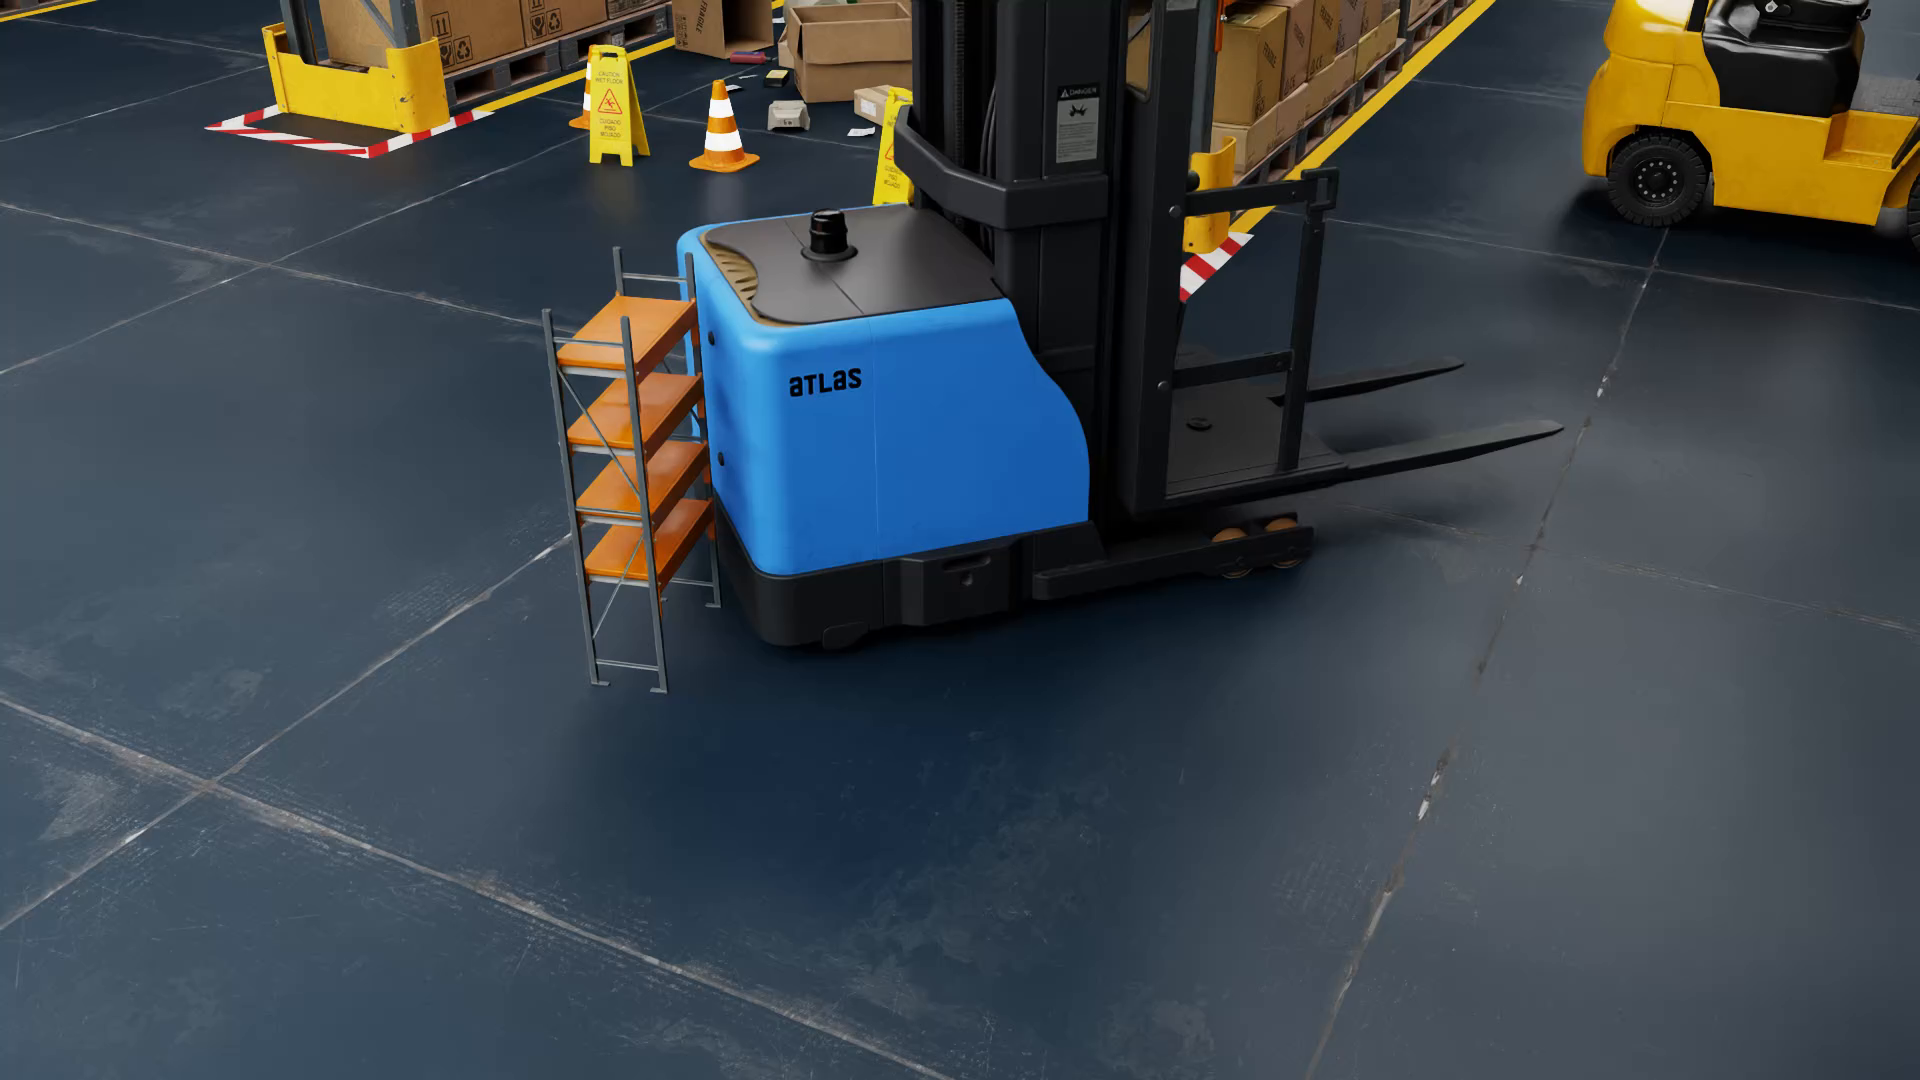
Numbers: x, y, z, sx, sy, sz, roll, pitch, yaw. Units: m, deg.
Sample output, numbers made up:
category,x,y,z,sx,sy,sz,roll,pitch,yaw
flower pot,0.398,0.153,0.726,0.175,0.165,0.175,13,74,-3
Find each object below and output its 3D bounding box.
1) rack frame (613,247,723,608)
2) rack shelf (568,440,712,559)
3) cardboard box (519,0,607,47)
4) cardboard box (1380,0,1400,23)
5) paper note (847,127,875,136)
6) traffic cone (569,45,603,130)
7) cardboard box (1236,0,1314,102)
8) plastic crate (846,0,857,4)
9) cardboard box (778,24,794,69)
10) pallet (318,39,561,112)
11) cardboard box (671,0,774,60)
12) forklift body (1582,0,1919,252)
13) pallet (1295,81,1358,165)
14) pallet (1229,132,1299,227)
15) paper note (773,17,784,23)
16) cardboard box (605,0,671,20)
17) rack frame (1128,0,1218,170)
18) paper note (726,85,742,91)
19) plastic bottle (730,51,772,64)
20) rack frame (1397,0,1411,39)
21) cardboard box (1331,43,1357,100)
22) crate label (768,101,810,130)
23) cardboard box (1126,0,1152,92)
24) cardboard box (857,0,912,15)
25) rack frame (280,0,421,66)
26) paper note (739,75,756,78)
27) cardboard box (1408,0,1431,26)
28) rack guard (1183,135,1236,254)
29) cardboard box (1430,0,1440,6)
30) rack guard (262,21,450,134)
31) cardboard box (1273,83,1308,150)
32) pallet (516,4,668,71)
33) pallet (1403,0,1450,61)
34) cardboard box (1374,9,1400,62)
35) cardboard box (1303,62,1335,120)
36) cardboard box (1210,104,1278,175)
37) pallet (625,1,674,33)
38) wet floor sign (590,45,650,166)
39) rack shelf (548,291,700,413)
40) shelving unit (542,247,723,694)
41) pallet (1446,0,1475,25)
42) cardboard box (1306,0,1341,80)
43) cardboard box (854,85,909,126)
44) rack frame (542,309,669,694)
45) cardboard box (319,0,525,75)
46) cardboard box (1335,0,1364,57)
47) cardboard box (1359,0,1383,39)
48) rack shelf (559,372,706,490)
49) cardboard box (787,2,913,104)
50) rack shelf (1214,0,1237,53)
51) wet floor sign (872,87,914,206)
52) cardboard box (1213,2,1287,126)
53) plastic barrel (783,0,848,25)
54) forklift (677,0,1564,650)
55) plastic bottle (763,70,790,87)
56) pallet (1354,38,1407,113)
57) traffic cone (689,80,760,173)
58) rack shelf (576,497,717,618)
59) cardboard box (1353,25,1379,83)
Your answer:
category,x,y,z,sx,sy,sz,roll,pitch,yaw
rack frame,-0.887,-0.315,5.094,0.240,1.200,0.015,6,30,10
rack shelf,-0.937,-0.138,4.920,0.258,0.148,0.480,6,30,10
cardboard box,-3.055,-3.922,11.280,0.875,0.875,0.875,14,33,23
cardboard box,2.541,-3.642,10.667,0.500,0.500,0.500,14,33,23
paper note,-0.592,-2.460,10.004,0.148,0.019,0.142,4,30,6
traffic cone,-2.198,-2.769,10.106,0.336,0.463,0.334,14,33,23
cardboard box,1.607,-2.730,9.079,0.500,0.500,0.500,13,32,21
plastic crate,-0.794,-4.160,12.748,0.662,0.188,0.450,-18,24,-28
cardboard box,-1.025,-3.363,11.340,0.396,0.266,0.258,21,36,32
pallet,-3.409,-3.118,10.968,1.003,0.211,1.213,14,33,23
cardboard box,-1.675,-3.725,11.732,0.500,0.500,0.500,21,36,32
forklift body,4.409,-2.639,8.186,2.313,2.155,1.214,14,33,23
pallet,1.742,-2.593,10.053,1.003,0.211,1.213,14,33,23
pallet,1.185,-2.054,9.114,1.003,0.211,1.213,14,33,23
paper note,-1.382,-3.938,12.576,0.147,0.020,0.142,-7,31,-11
cardboard box,-2.637,-4.326,11.983,0.875,0.875,0.875,15,33,24
rack frame,0.749,-2.877,7.748,1.000,3.000,0.127,14,33,23
paper note,-1.497,-2.959,10.873,0.142,0.017,0.144,-25,38,-36
plastic bottle,-1.435,-3.333,11.493,0.283,0.061,0.133,4,30,6
rack frame,2.571,-4.650,10.836,1.000,3.000,0.127,14,33,23
cardboard box,2.072,-2.854,10.048,0.500,0.250,0.500,15,33,24
crate label,-1.044,-2.583,10.110,0.250,0.136,0.298,-1,30,-3
cardboard box,0.882,-2.606,8.863,0.500,0.500,0.500,15,33,24
cardboard box,-0.286,-3.623,11.417,0.797,0.637,0.503,14,33,23
rack frame,-3.704,-3.955,9.626,1.000,3.000,0.127,14,33,23
paper note,-1.423,-3.108,11.151,0.123,0.001,0.032,-18,34,-28
cardboard box,2.808,-3.926,11.792,0.950,0.372,0.625,15,33,24
rack guard,0.784,-1.827,8.429,1.175,0.500,0.348,14,33,23
cardboard box,3.132,-4.246,12.348,0.950,0.372,0.625,16,34,26
rack guard,-3.715,-2.861,10.230,1.175,0.500,0.348,14,33,23
cardboard box,1.602,-2.386,9.233,0.500,0.250,0.500,16,33,25
pallet,-2.852,-3.657,11.907,1.003,0.211,1.213,14,33,23
pallet,2.925,-3.787,12.132,1.003,0.211,1.213,14,33,23
cardboard box,2.541,-3.317,10.854,0.500,0.250,0.500,16,33,25
cardboard box,1.839,-2.631,9.659,0.500,0.250,0.500,17,34,27
cardboard box,1.363,-2.162,8.842,0.500,0.250,0.500,14,33,23
pallet,-2.297,-4.200,12.852,1.003,0.211,1.213,14,33,23
wet floor sign,-1.954,-2.472,9.407,0.267,0.644,0.232,9,31,15
rack shelf,-0.937,-0.537,4.691,0.258,0.148,0.480,6,30,10
shelving unit,-0.937,-0.196,4.887,0.258,1.200,0.503,6,30,10
pallet,3.479,-4.330,13.077,1.003,0.211,1.213,14,33,23
cardboard box,1.843,-2.951,9.463,0.500,0.500,0.500,15,33,24
cardboard box,-0.452,-2.680,10.267,0.250,0.149,0.380,-18,34,-28
rack frame,-0.987,-0.077,4.680,0.240,1.200,0.015,6,30,10
cardboard box,-3.453,-3.532,10.600,0.875,0.875,0.875,14,33,24
cardboard box,2.079,-3.190,9.879,0.500,0.500,0.500,16,34,26
cardboard box,2.310,-3.416,10.273,0.500,0.500,0.500,15,33,24
rack shelf,-0.937,-0.332,4.809,0.258,0.148,0.480,6,30,10
cardboard box,-0.705,-3.148,10.726,0.797,0.503,0.637,-7,31,-11
rack shelf,1.660,-3.452,9.471,1.077,0.370,4.000,14,33,23
wet floor sign,-0.290,-2.015,8.610,0.232,0.644,0.267,-25,38,-36
cardboard box,1.373,-2.498,8.674,0.500,0.500,0.500,13,32,22
plastic barrel,-1.033,-3.760,11.873,0.421,0.421,0.512,-12,32,-20
forklift,0.650,-1.377,5.205,3.031,2.935,1.130,-10,31,-17
plastic bottle,-1.211,-3.072,11.038,0.133,0.061,0.283,4,30,6
pallet,2.297,-3.135,10.998,1.003,0.211,1.213,14,33,23
traffic cone,-1.346,-2.361,9.397,0.336,0.463,0.334,14,33,23
rack shelf,-0.937,0.034,5.019,0.258,0.148,0.480,6,30,10
cardboard box,2.308,-3.079,10.439,0.500,0.250,0.500,13,32,22
